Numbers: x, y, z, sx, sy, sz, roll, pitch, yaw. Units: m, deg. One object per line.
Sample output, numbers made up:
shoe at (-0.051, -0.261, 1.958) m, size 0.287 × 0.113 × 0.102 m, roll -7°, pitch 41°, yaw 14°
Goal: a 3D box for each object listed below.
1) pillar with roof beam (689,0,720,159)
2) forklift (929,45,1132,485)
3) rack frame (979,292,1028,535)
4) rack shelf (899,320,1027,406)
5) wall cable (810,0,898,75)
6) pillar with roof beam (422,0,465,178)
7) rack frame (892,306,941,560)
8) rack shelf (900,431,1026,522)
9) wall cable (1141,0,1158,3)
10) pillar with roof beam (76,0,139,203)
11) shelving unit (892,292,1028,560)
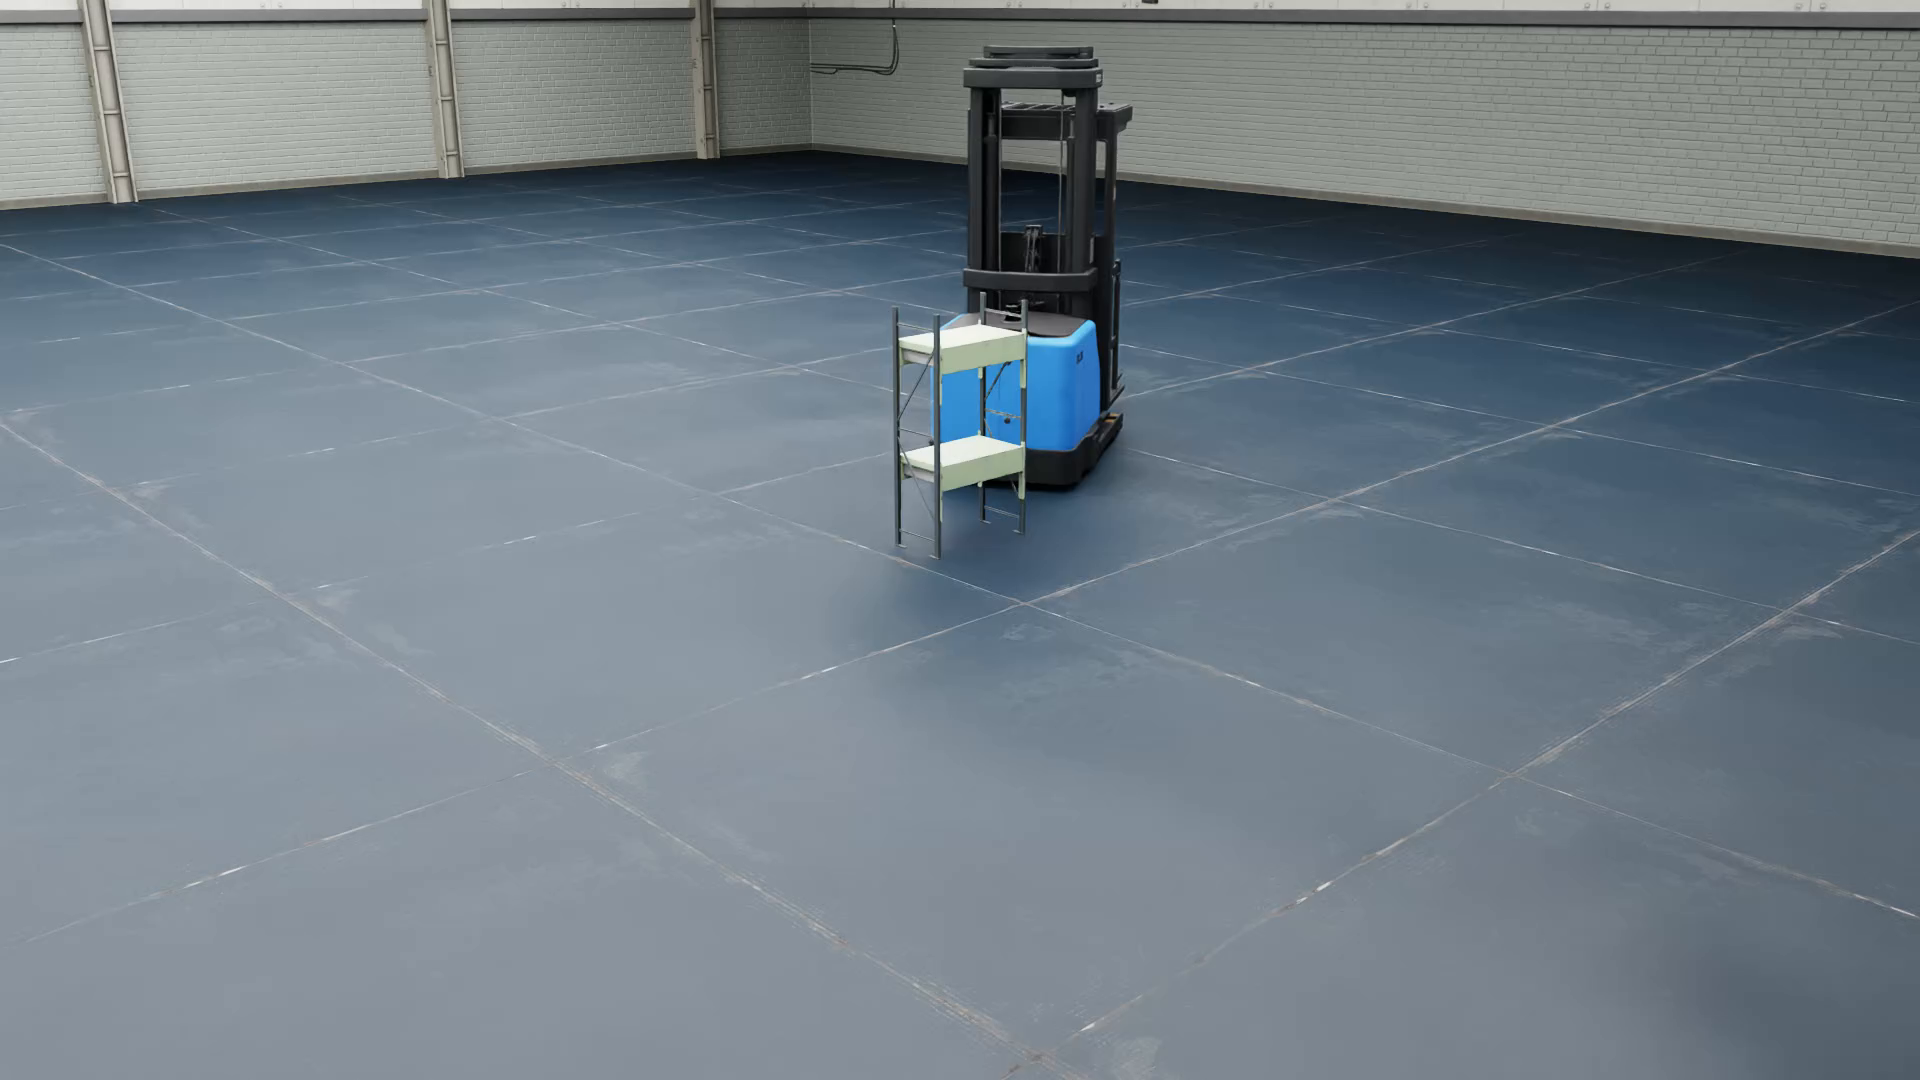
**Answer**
pillar with roof beam at (-2.487, -11.585, 31.624) m, size 0.400 × 9.000 × 9.100 m, roll -16°, pitch 24°, yaw -41°
forklift at (0.655, -2.188, 12.481) m, size 1.130 × 2.935 × 3.031 m, roll 5°, pitch 19°, yaw 14°
rack frame at (0.271, -0.792, 10.497) m, size 0.023 × 1.500 × 0.400 m, roll -16°, pitch 24°, yaw -41°
rack shelf at (0.005, -1.086, 10.137) m, size 0.720 × 0.370 × 0.431 m, roll -16°, pitch 24°, yaw -41°
wall cable at (-2.396, -11.400, 36.090) m, size 0.112 × 2.526 × 3.097 m, roll -16°, pitch 24°, yaw -41°
pillar with roof beam at (-6.847, -10.313, 27.703) m, size 0.400 × 9.000 × 9.100 m, roll -16°, pitch 24°, yaw -41°
rack frame at (-0.261, -0.637, 10.019) m, size 0.023 × 1.500 × 0.400 m, roll -16°, pitch 24°, yaw -41°
rack shelf at (0.005, -0.405, 10.358) m, size 0.720 × 0.370 × 0.431 m, roll -16°, pitch 24°, yaw -41°
wall cable at (4.115, -12.364, 28.515) m, size 0.169 × 6.003 × 2.305 m, roll -16°, pitch 24°, yaw -41°
pillar with roof beam at (-11.206, -9.042, 23.782) m, size 0.400 × 9.000 × 9.100 m, roll -16°, pitch 24°, yaw -41°
shelving unit at (0.005, -0.715, 10.258) m, size 0.755 × 1.500 × 0.431 m, roll -16°, pitch 24°, yaw -41°
